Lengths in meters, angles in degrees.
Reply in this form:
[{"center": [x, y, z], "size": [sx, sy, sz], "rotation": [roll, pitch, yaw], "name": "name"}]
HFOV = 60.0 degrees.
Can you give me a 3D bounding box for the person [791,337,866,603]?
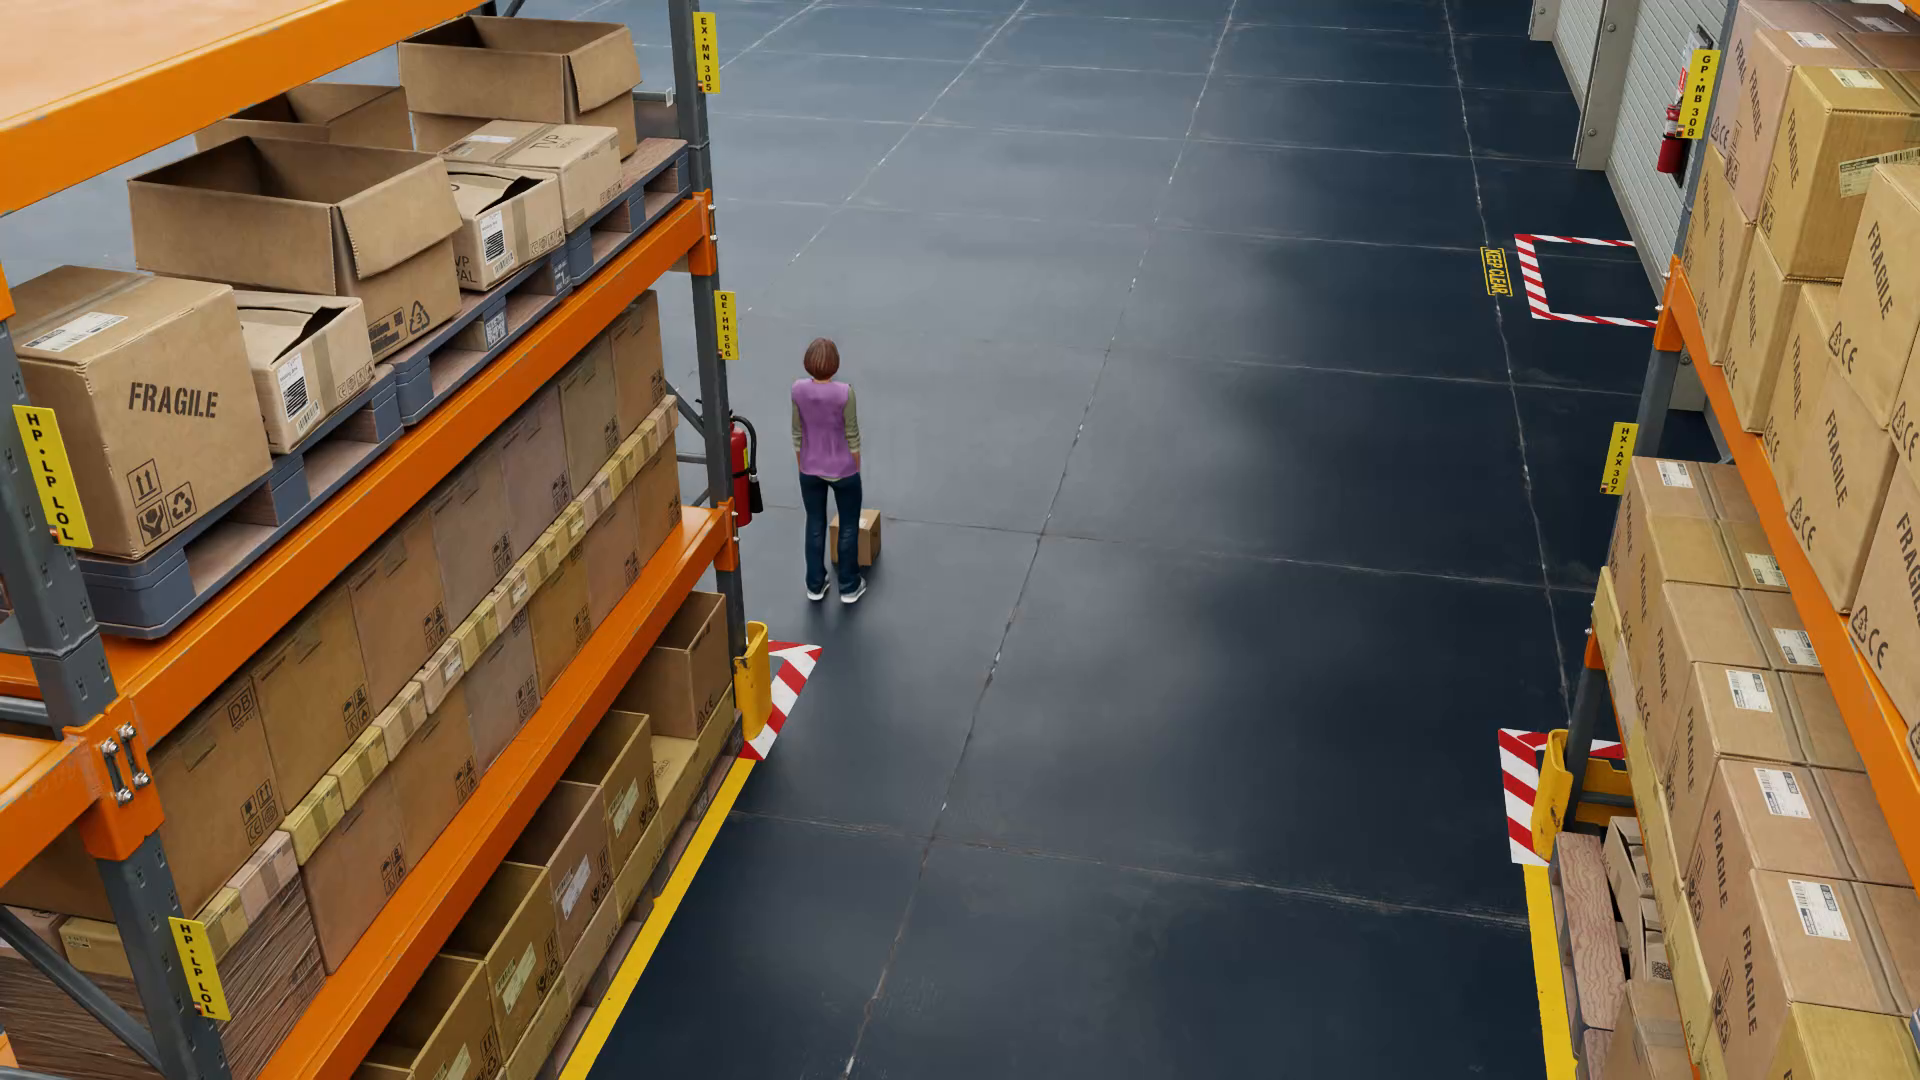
[{"center": [-0.743, -0.387, 9.311], "size": [0.405, 1.601, 0.311], "rotation": [7, 30, 12], "name": "person"}]
